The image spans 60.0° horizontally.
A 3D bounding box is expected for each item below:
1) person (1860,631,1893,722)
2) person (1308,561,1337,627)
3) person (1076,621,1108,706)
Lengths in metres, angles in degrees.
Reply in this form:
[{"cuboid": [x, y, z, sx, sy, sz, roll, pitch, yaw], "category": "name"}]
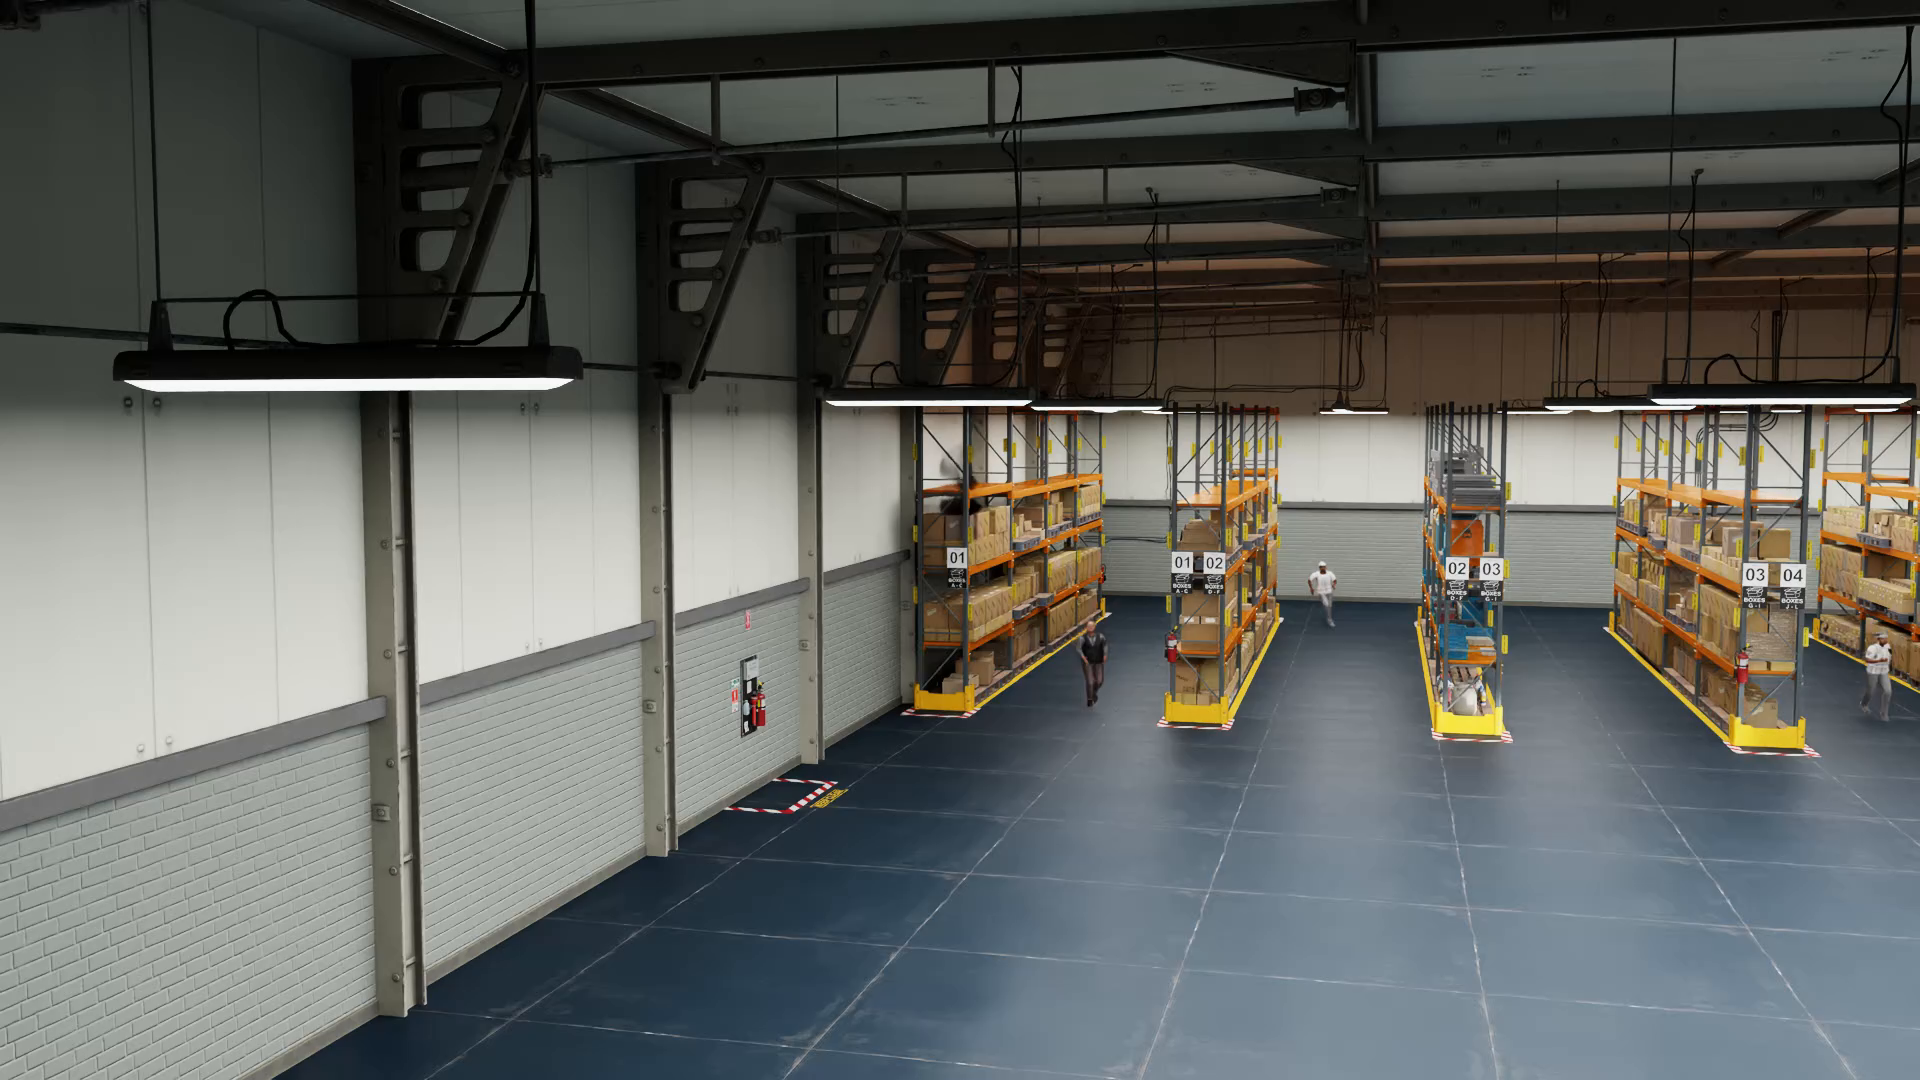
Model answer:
[{"cuboid": [17.424, 2.575, 31.614, 0.583, 1.759, 0.885, 0, 4, 1], "category": "person"}, {"cuboid": [10.022, 1.473, 45.700, 0.758, 1.772, 0.887, -1, 4, -9], "category": "person"}, {"cuboid": [2.629, 2.456, 32.920, 0.671, 1.679, 0.512, 0, 4, -3], "category": "person"}]
